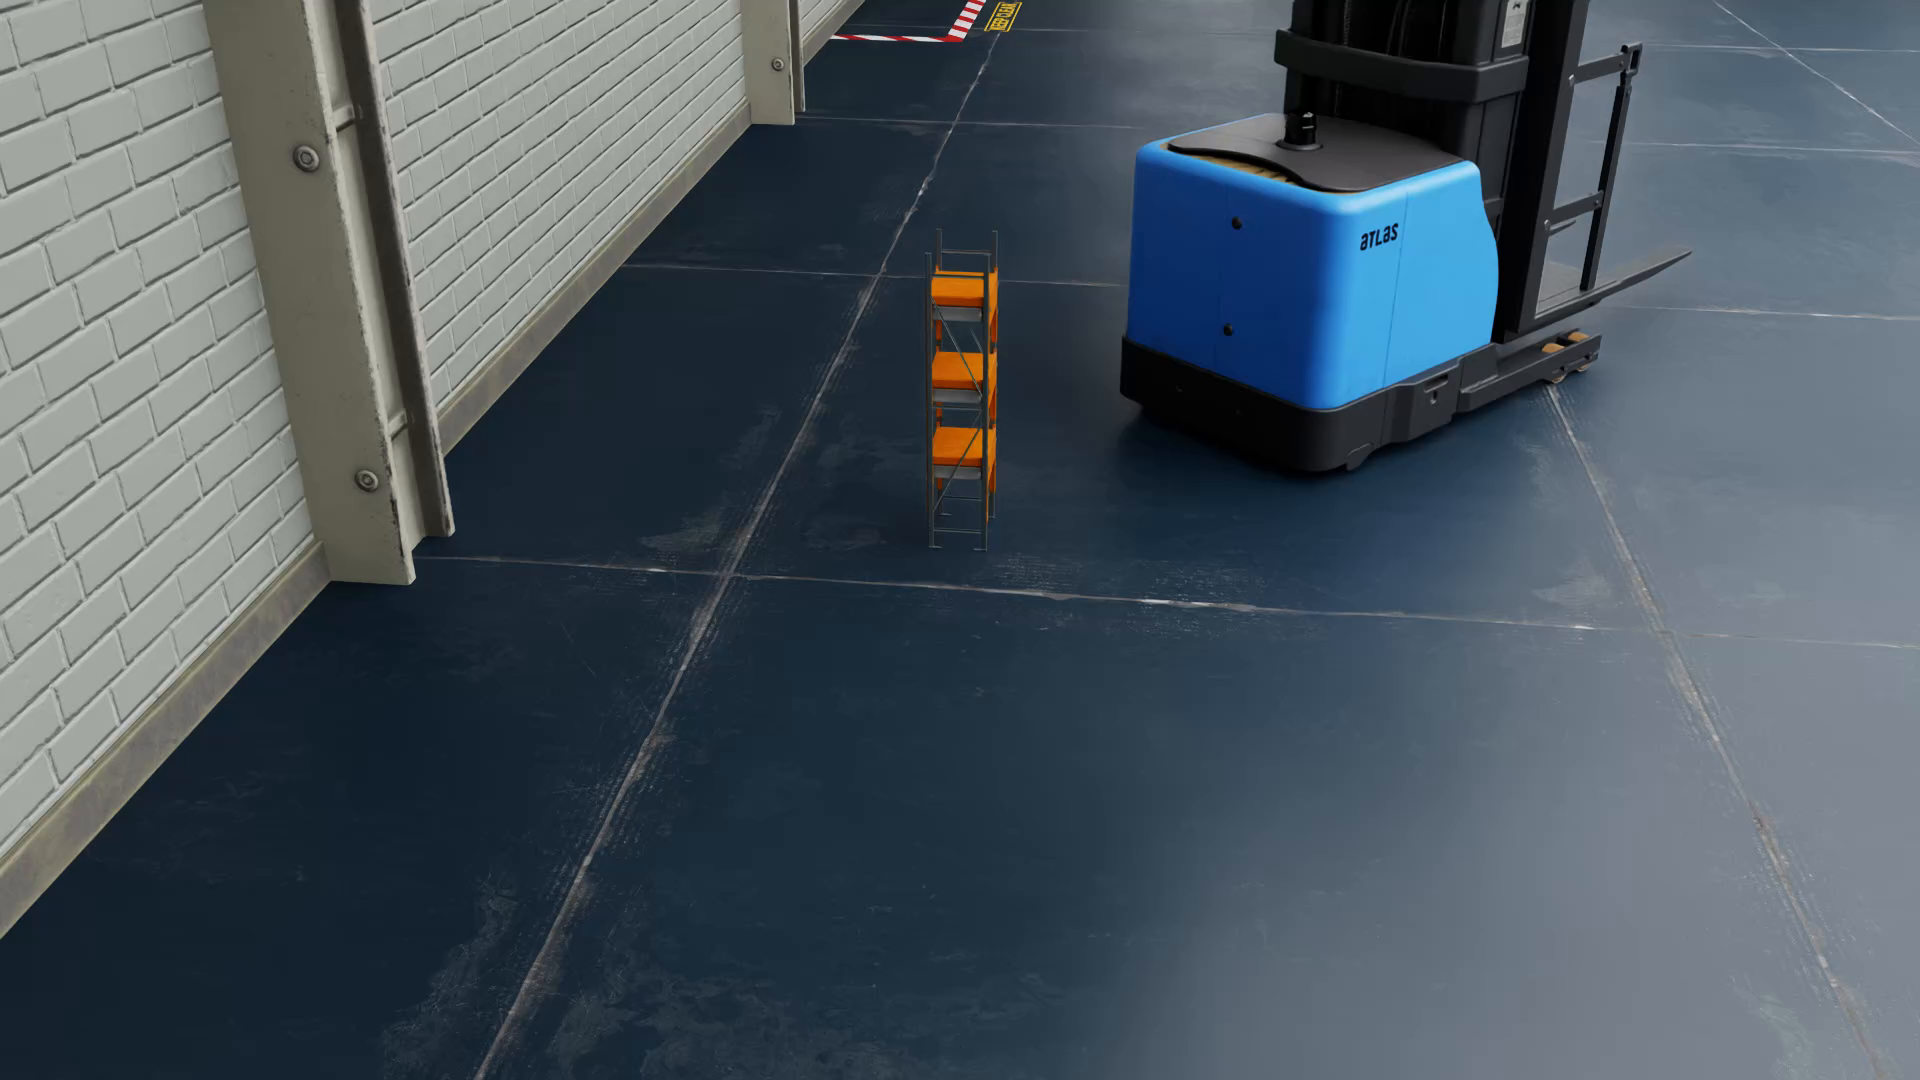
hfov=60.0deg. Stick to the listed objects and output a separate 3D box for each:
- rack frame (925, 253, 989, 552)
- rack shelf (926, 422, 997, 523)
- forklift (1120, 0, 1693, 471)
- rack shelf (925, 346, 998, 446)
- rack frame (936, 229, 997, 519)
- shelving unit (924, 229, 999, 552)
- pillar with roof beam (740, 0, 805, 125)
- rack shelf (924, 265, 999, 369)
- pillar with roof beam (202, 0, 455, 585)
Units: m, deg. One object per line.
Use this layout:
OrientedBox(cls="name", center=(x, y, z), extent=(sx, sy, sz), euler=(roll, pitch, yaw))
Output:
OrientedBox(cls="rack frame", center=(-0.008, -0.430, 5.441), extent=(0.200, 1.050, 0.008), euler=(3, 28, 6))
OrientedBox(cls="rack shelf", center=(0.007, -0.233, 5.685), extent=(0.215, 0.259, 0.240), euler=(3, 28, 6))
OrientedBox(cls="forklift", center=(2.089, -2.114, 6.584), extent=(3.031, 2.935, 1.130), euler=(-22, 35, -35))
OrientedBox(cls="rack shelf", center=(0.007, -0.478, 5.553), extent=(0.215, 0.259, 0.240), euler=(3, 28, 6))
OrientedBox(cls="rack frame", center=(0.022, -0.545, 5.654), extent=(0.200, 1.050, 0.008), euler=(3, 28, 6))
OrientedBox(cls="shelving unit", center=(0.007, -0.487, 5.548), extent=(0.215, 1.050, 0.252), euler=(3, 28, 6))
OrientedBox(cls="pillar with roof beam", center=(3.067, -6.489, 8.307), extent=(9.100, 9.000, 0.400), euler=(3, 28, 6))
OrientedBox(cls="rack shelf", center=(0.007, -0.728, 5.418), extent=(0.215, 0.259, 0.240), euler=(3, 28, 6))
OrientedBox(cls="pillar with roof beam", center=(2.332, -3.665, 3.065), extent=(9.100, 9.000, 0.400), euler=(3, 28, 6))
